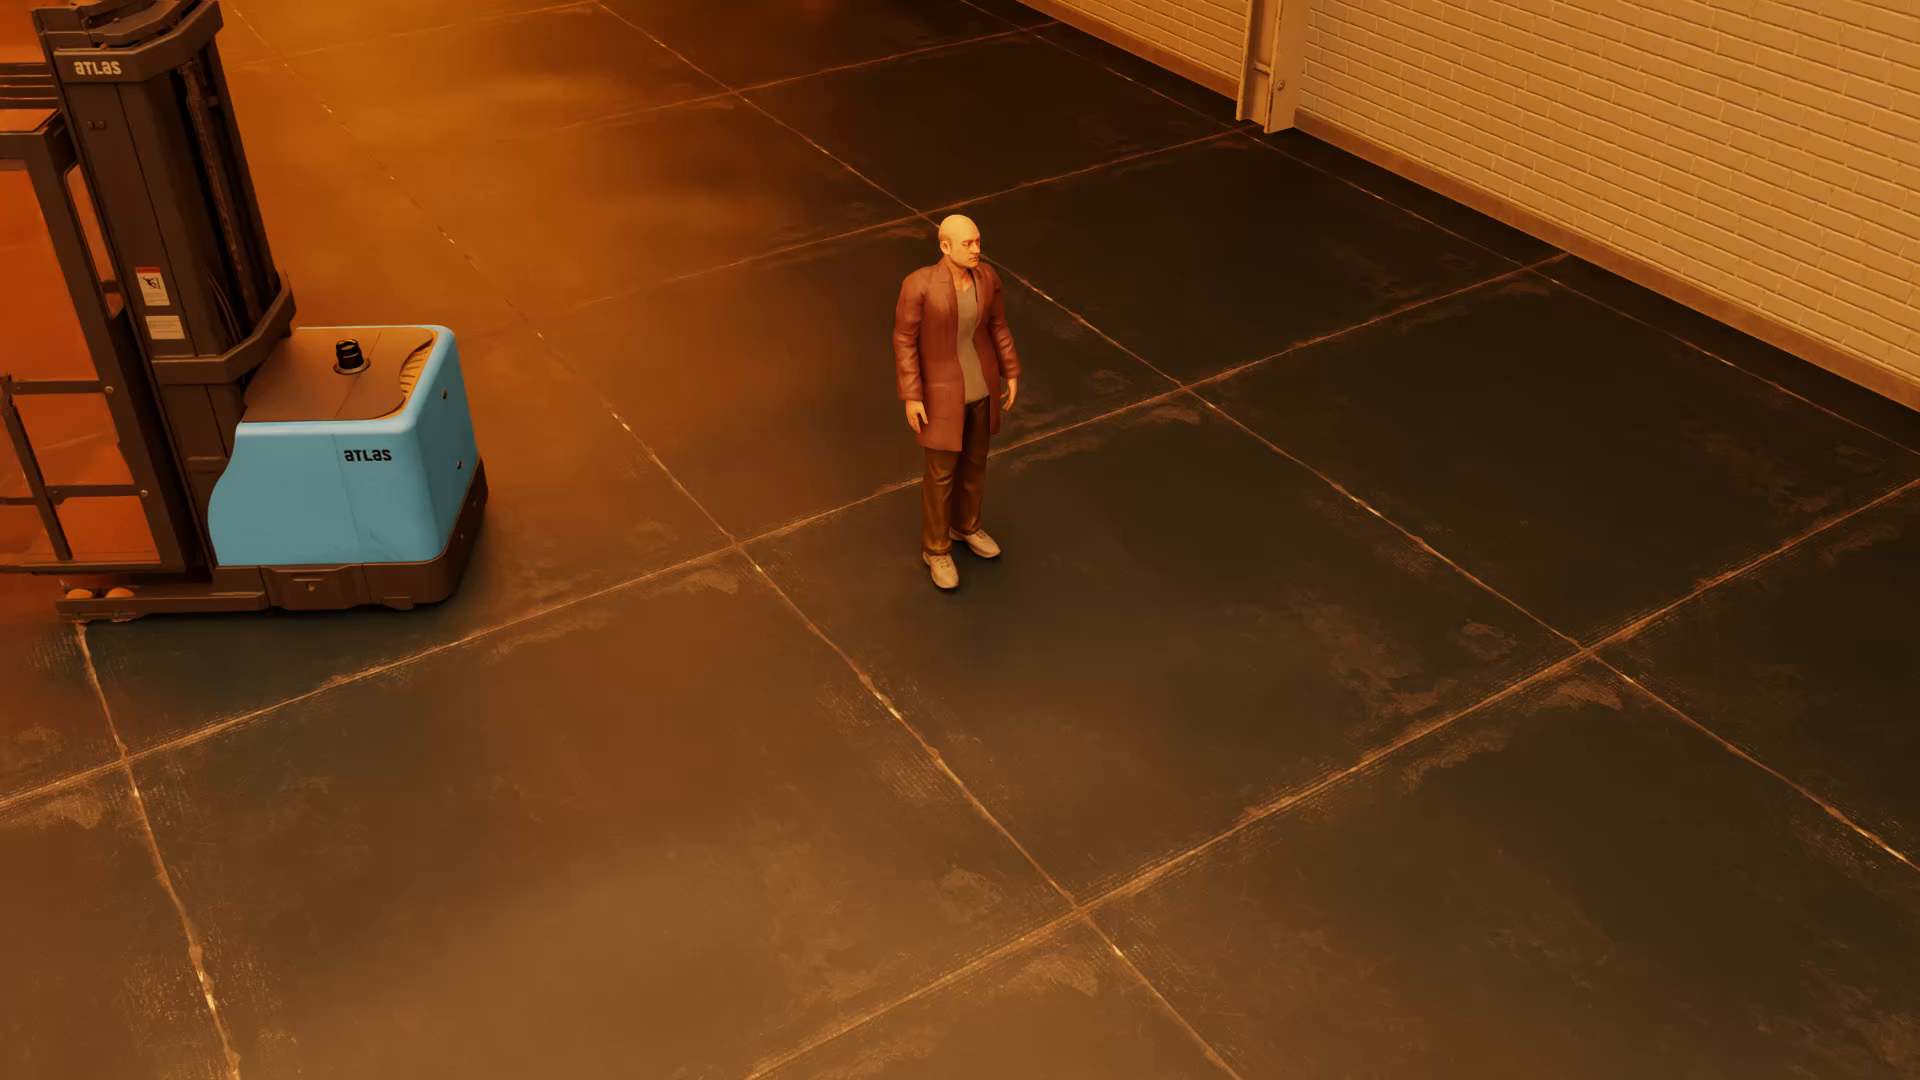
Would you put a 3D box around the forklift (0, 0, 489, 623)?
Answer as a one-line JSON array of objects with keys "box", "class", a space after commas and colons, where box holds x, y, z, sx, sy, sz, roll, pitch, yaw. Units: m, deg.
[{"box": [-4.025, -1.105, 7.720, 3.031, 2.935, 1.130, -1, 35, -2], "class": "forklift"}]

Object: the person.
[{"box": [0.047, -0.688, 8.117, 0.698, 1.777, 0.579, -21, 40, -27], "class": "person"}]
